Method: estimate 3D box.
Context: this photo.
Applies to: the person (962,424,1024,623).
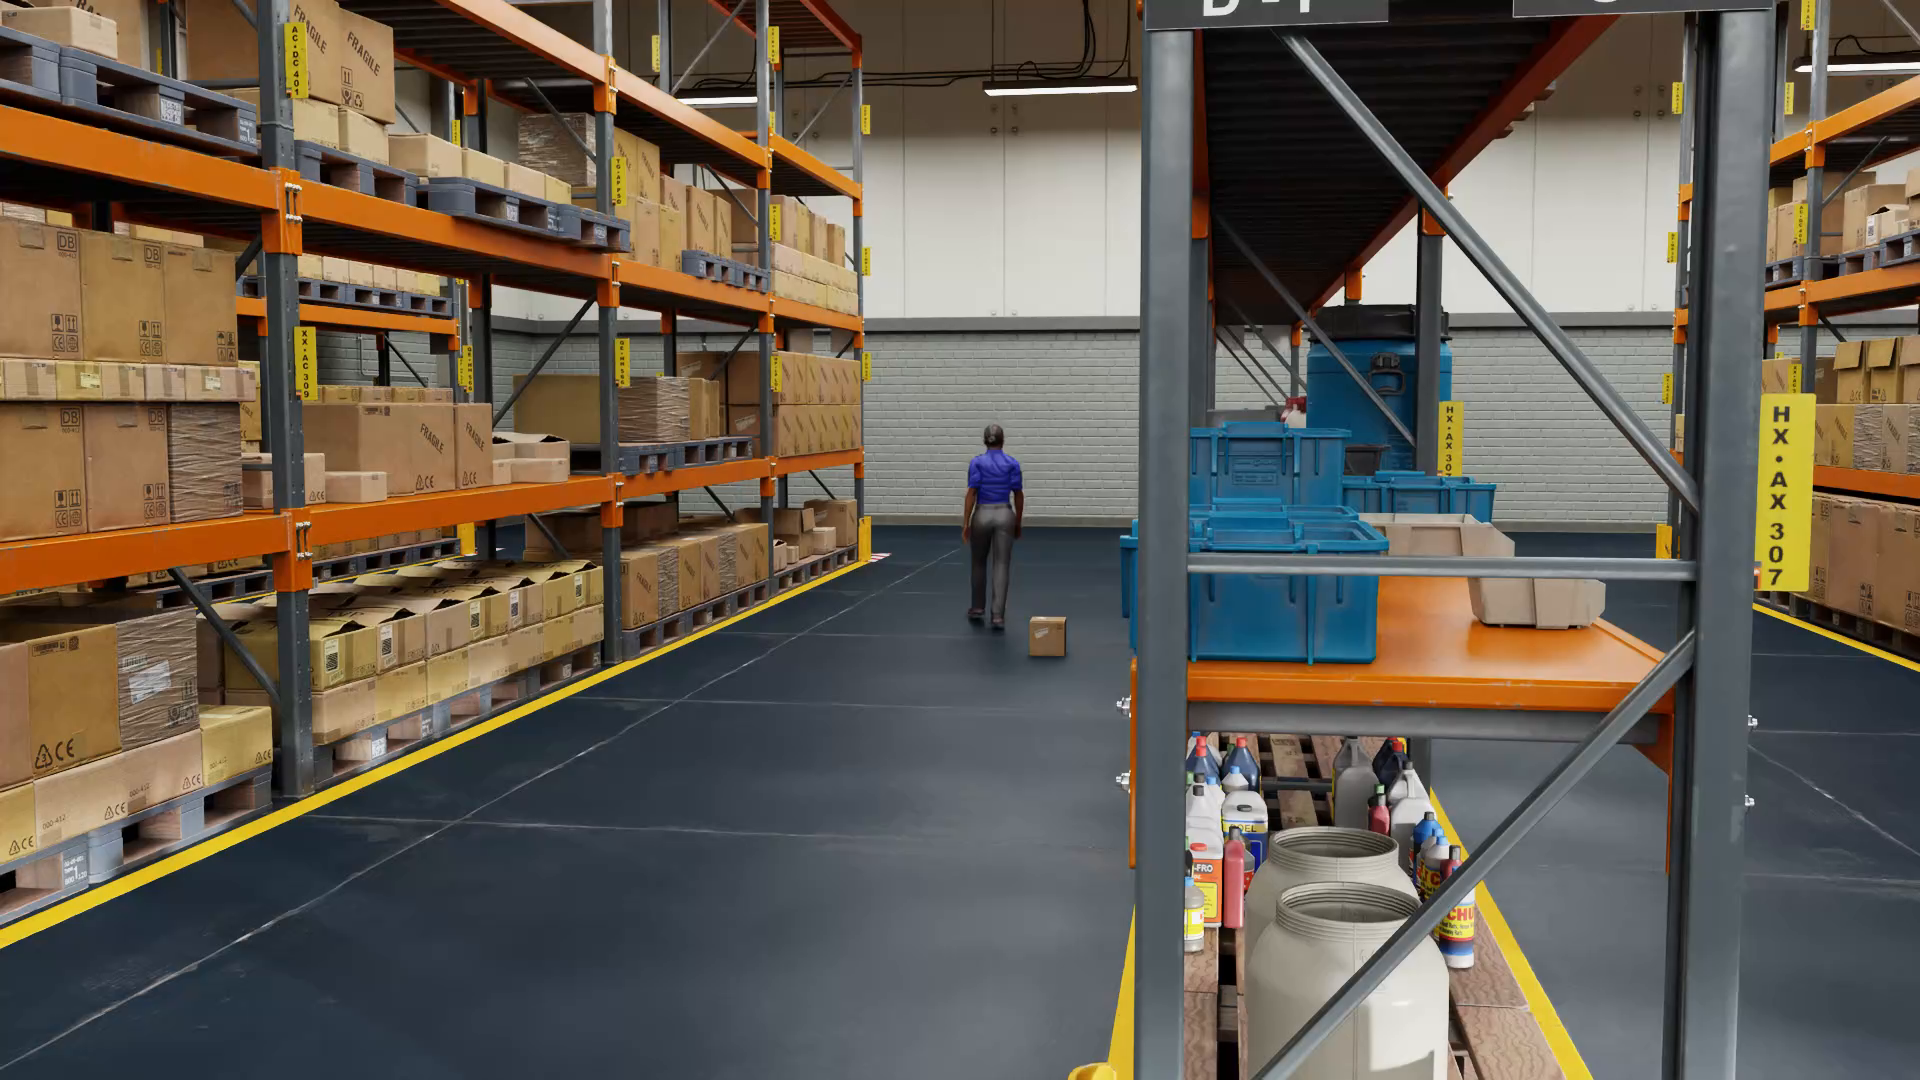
[{"bbox_3d":[0.272,-0.150,13.648,0.497,1.608,0.937,0,5,2],"label":"person"}]
